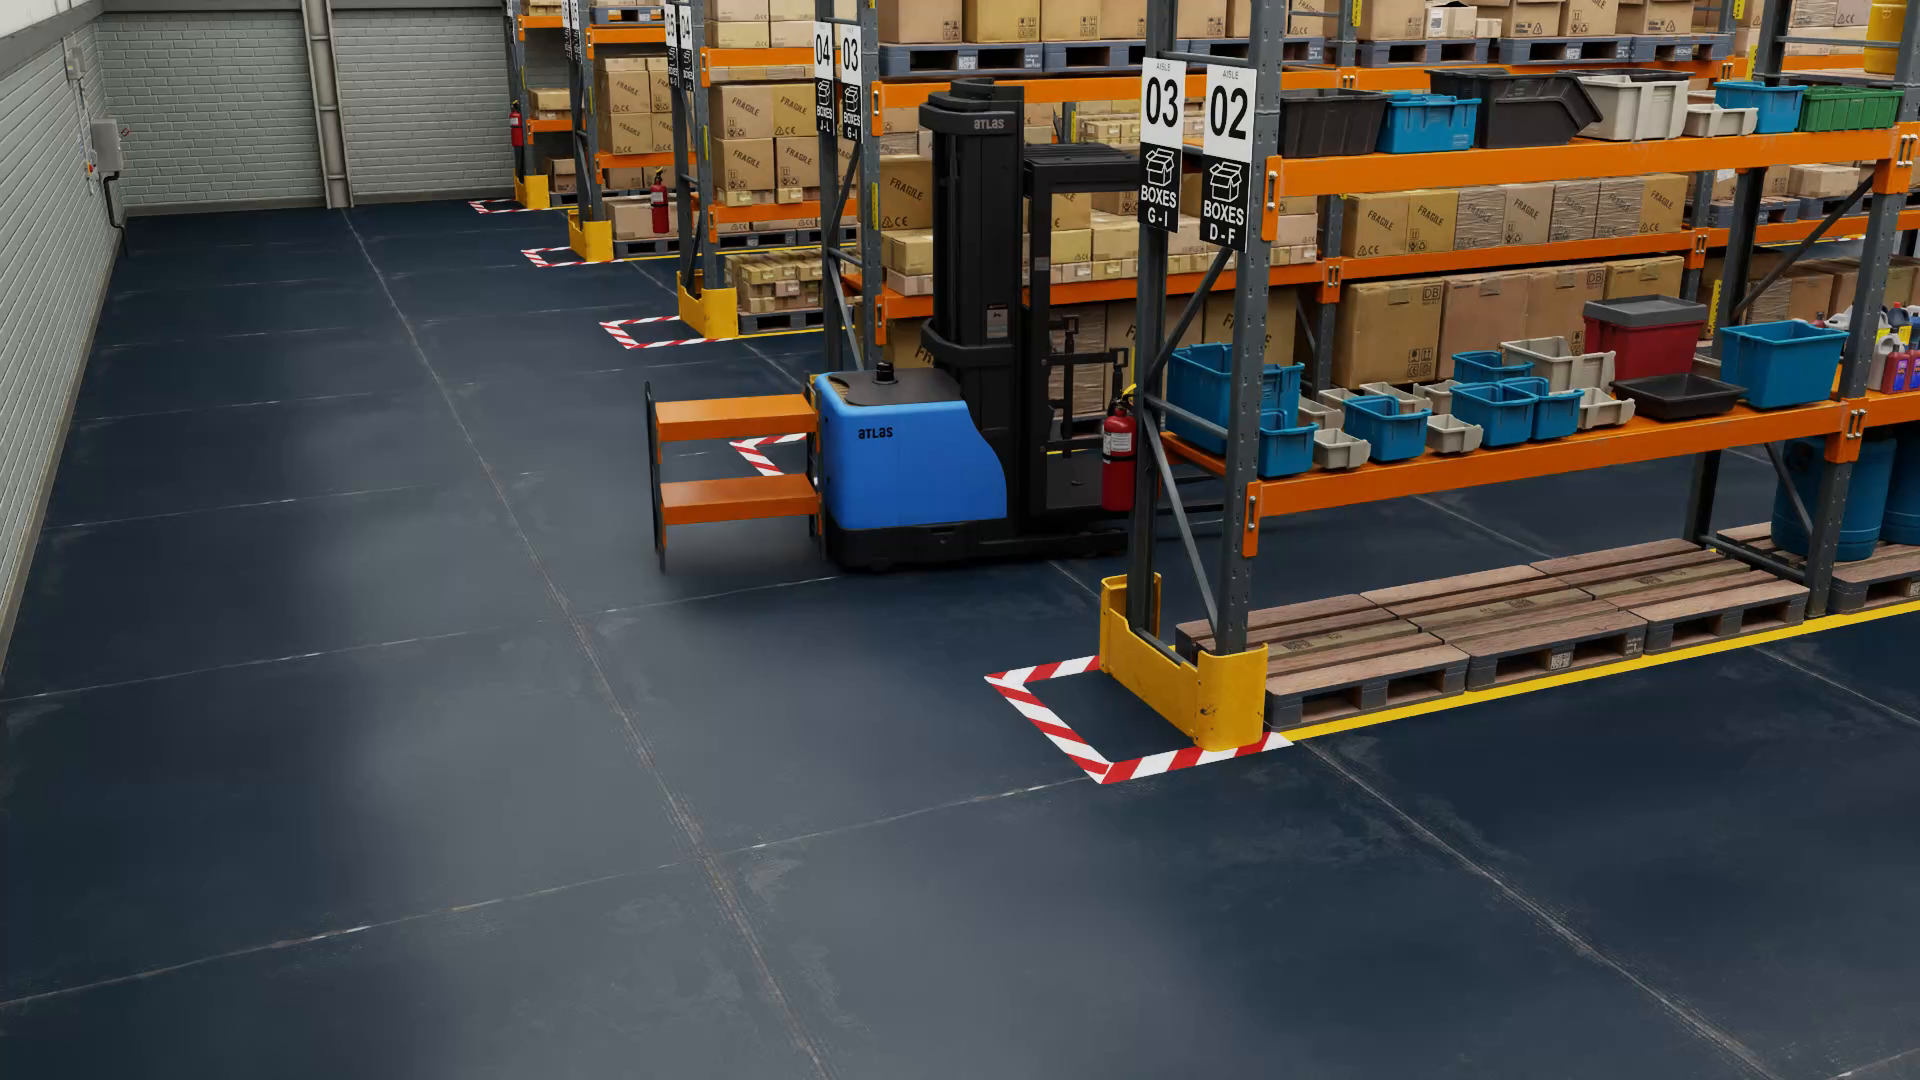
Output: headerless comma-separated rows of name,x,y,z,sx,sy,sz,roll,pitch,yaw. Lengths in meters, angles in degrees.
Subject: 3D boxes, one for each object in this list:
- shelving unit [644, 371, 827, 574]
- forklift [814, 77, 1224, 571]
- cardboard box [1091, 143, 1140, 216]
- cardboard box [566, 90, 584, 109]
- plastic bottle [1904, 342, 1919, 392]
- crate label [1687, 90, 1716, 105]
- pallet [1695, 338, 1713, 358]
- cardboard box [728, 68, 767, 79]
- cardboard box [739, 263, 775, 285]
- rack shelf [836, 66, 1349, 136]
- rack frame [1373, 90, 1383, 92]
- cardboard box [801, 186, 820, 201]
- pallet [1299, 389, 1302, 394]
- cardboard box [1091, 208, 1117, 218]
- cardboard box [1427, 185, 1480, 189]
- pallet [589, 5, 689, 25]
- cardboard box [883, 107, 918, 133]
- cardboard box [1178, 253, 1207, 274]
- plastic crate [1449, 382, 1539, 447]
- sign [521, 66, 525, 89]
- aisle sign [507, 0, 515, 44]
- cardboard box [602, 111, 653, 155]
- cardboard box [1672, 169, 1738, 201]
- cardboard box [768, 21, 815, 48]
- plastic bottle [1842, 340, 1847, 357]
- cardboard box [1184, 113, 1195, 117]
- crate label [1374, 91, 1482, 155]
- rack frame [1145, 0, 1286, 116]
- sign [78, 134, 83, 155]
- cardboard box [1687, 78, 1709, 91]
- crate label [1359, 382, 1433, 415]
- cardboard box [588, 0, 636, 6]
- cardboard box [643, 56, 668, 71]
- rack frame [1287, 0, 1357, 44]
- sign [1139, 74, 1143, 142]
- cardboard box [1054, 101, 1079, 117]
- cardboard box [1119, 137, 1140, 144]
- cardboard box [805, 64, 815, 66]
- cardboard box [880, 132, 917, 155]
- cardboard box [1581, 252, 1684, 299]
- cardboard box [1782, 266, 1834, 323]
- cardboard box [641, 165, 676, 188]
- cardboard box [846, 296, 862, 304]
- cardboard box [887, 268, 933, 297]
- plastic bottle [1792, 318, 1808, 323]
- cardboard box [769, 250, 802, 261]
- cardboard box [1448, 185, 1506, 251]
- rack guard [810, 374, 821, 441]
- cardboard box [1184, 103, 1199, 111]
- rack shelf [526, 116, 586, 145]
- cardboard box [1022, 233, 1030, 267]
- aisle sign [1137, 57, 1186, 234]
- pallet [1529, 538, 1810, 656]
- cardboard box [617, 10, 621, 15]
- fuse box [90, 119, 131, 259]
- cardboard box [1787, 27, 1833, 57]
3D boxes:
shelving unit,-1.424,-0.440,10.577,1.048,1.125,0.538,-5,20,-13
forklift,0.608,-1.434,10.680,3.031,2.935,1.130,-5,20,-13
cardboard box,1.382,-2.927,13.467,0.500,0.500,0.500,-9,21,-24
cardboard box,-5.728,-6.743,25.436,0.500,0.250,0.500,-8,21,-21
plastic bottle,5.444,-0.991,9.496,0.133,0.283,0.061,-8,21,-22
crate label,4.252,-2.425,9.273,0.466,0.136,0.293,-8,21,-22
pallet,7.245,-1.934,16.198,1.213,0.211,1.003,-8,21,-22
cardboard box,-2.792,-5.818,21.373,0.500,0.500,0.500,-8,21,-22
cardboard box,-2.075,-2.720,16.995,0.250,0.149,0.380,-9,21,-24
rack shelf,1.017,-3.433,12.823,4.000,0.370,1.077,-8,21,-22
rack frame,4.655,-4.673,19.777,0.127,3.000,1.000,-8,21,-22
cardboard box,-1.594,-3.586,17.068,0.250,0.149,0.380,-7,21,-19
pallet,2.125,-1.229,14.196,1.213,0.211,1.003,-8,21,-22
cardboard box,0.931,-2.512,13.419,0.500,0.250,0.500,-8,21,-22
cardboard box,4.072,-3.315,14.258,0.637,0.503,0.797,-8,21,-21
pallet,-4.067,-6.591,20.840,1.213,0.211,1.003,-8,21,-22
cardboard box,-0.760,-4.456,17.057,0.500,0.500,0.500,-9,21,-24
cardboard box,1.759,-2.227,13.208,0.250,0.149,0.380,-8,21,-21
plastic crate,2.709,-0.639,8.482,0.300,0.233,0.416,-8,21,-22
sign,-6.499,-6.873,24.722,0.005,0.325,0.100,-8,21,-22
aisle sign,-6.660,-7.758,24.624,0.004,0.787,0.394,-8,21,-22
cardboard box,-4.190,-5.140,20.952,0.500,0.500,0.500,-8,21,-22
cardboard box,7.007,-3.476,15.594,0.500,0.500,0.500,-11,22,-29
cardboard box,-1.692,-5.014,16.454,0.500,0.250,0.500,-7,21,-20
plastic bottle,5.451,-1.180,10.155,0.097,0.201,0.097,0,19,0
cardboard box,2.470,-4.791,18.961,0.250,0.149,0.380,-9,21,-24
crate label,2.118,-1.952,7.756,0.502,0.251,0.408,-8,21,-22
rack frame,1.143,-3.414,7.169,0.127,3.000,1.000,-8,21,-22
sign,-9.950,-4.473,18.801,0.001,0.218,0.327,-8,21,-22
cardboard box,9.139,-5.925,21.482,0.550,0.550,0.875,-8,21,-22
crate label,2.338,-0.729,8.881,0.243,0.136,0.396,-8,21,-22
cardboard box,-4.367,-6.793,20.724,0.500,0.250,0.500,-10,22,-27
cardboard box,-3.812,-5.959,20.798,0.250,0.149,0.380,-7,21,-20
rack frame,2.854,-5.451,12.953,0.127,3.000,1.000,-8,21,-22
sign,0.910,-2.115,8.155,0.005,0.325,0.100,-8,21,-22
cardboard box,1.326,-6.051,23.164,0.500,0.250,0.500,-9,21,-23
cardboard box,1.763,-4.313,18.053,0.250,0.149,0.380,-9,21,-23
cardboard box,-1.972,-6.260,21.652,0.250,0.149,0.380,-8,21,-22
cardboard box,-0.767,-3.991,17.241,0.500,0.500,0.500,-9,21,-23
cardboard box,5.885,-2.259,15.487,0.875,0.875,1.225,-9,21,-24
cardboard box,8.156,-2.423,16.490,0.500,0.500,0.700,-6,20,-17
cardboard box,-4.789,-5.840,26.224,0.500,0.500,0.500,-8,21,-21
cardboard box,-1.175,-2.602,17.556,0.250,0.149,0.380,-8,21,-22
cardboard box,-0.362,-1.922,12.343,0.250,0.149,0.380,-8,21,-21
plastic bottle,5.050,-1.202,10.107,0.135,0.276,0.152,-8,21,-22
cardboard box,-1.864,-2.990,17.761,0.250,0.149,0.380,-9,21,-23
cardboard box,4.296,-2.784,14.263,0.500,0.500,0.500,-9,21,-23
rack guard,-0.841,-0.913,12.861,0.348,0.500,1.175,-8,21,-22
cardboard box,3.246,-6.262,24.036,0.250,0.149,0.380,-10,22,-25
rack shelf,-4.877,-6.554,26.202,4.000,0.370,1.077,-8,21,-22
cardboard box,0.203,-2.216,12.576,0.500,0.250,0.500,-8,21,-23
aisle sign,0.961,-1.890,7.960,0.004,0.787,0.394,-8,21,-22
pallet,4.156,0.313,9.814,1.213,0.211,1.003,-8,21,-22
cardboard box,-5.147,-8.058,25.252,0.250,0.149,0.380,-8,21,-23
fuse box,-10.611,-4.420,20.999,0.414,1.711,0.539,-8,21,-22
cardboard box,7.531,-4.543,15.117,0.500,0.250,0.500,-8,21,-21
